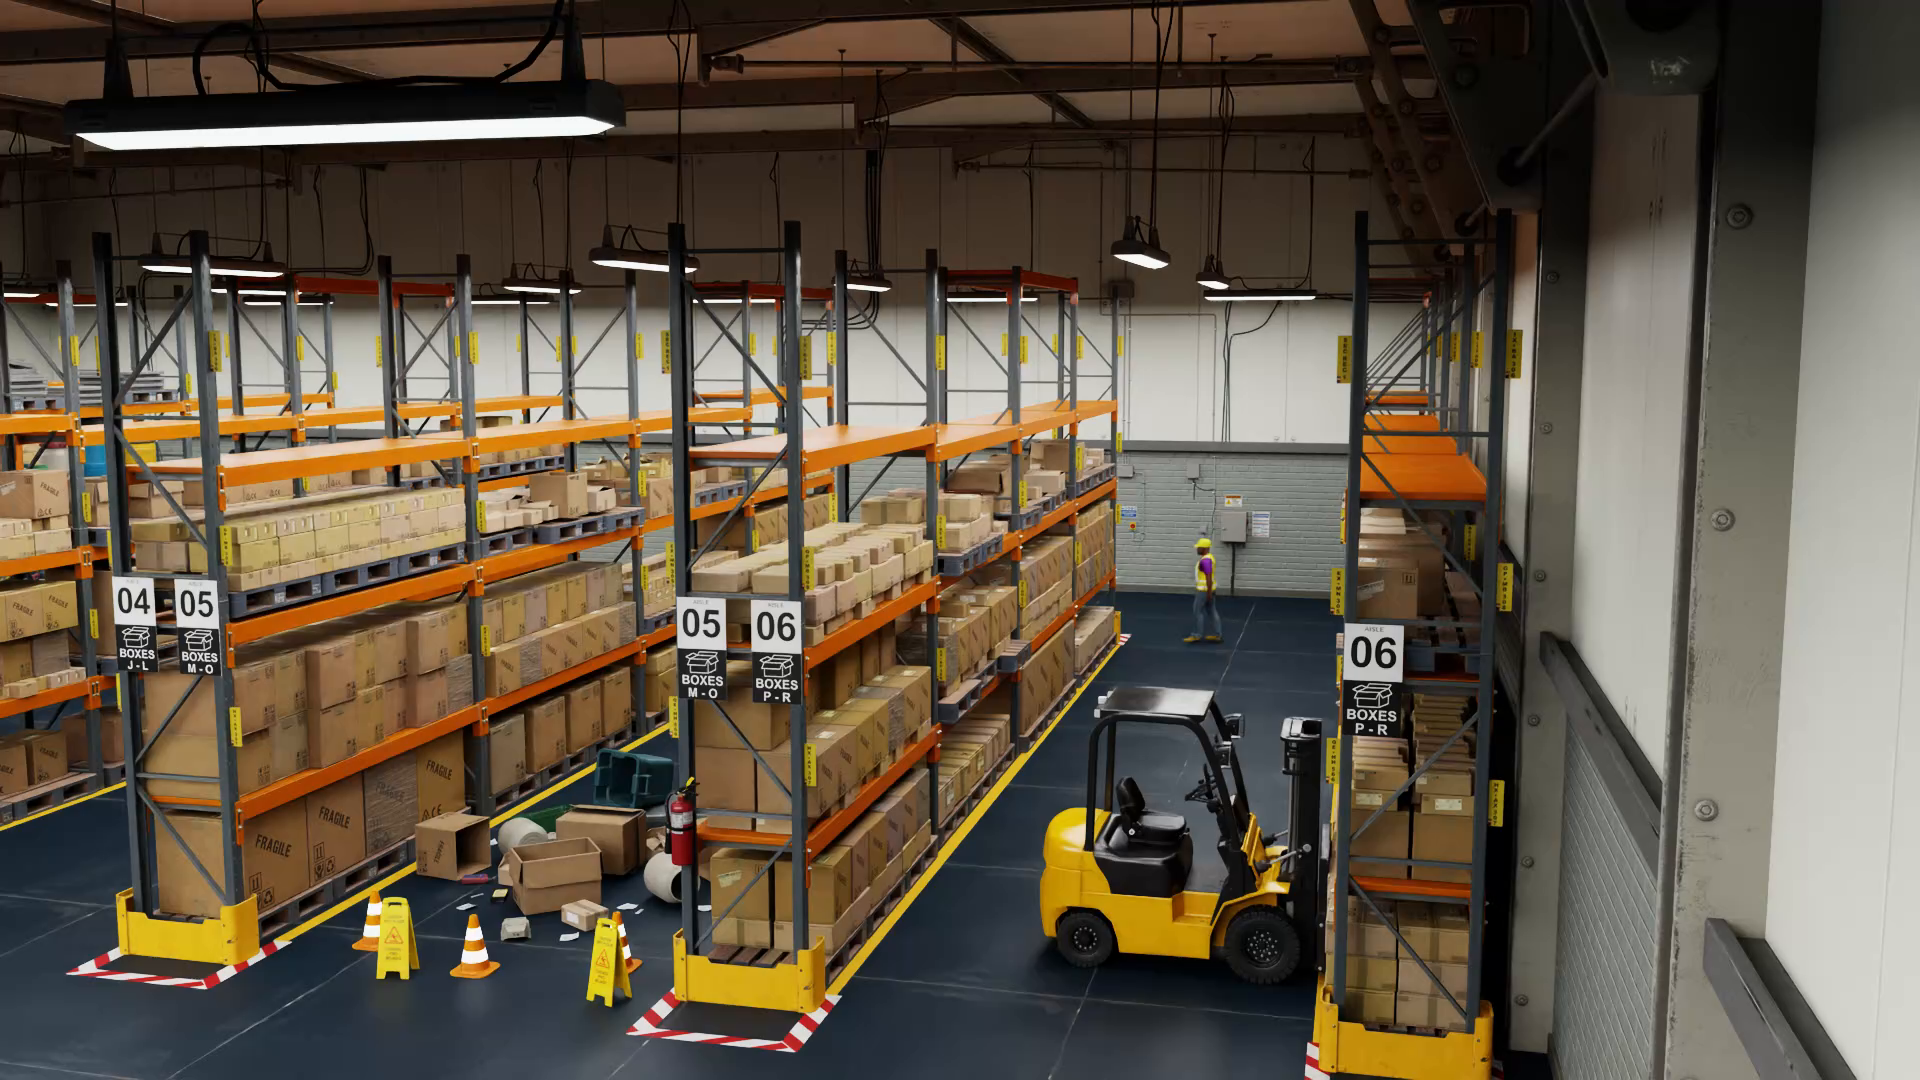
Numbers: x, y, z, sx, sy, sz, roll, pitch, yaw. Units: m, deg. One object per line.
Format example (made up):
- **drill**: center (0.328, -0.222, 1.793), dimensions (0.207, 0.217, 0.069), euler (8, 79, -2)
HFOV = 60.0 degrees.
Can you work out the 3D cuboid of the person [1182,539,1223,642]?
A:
- **person**: center (4.143, 0.855, 28.249), dimensions (0.671, 1.775, 0.591), euler (3, 8, 23)
